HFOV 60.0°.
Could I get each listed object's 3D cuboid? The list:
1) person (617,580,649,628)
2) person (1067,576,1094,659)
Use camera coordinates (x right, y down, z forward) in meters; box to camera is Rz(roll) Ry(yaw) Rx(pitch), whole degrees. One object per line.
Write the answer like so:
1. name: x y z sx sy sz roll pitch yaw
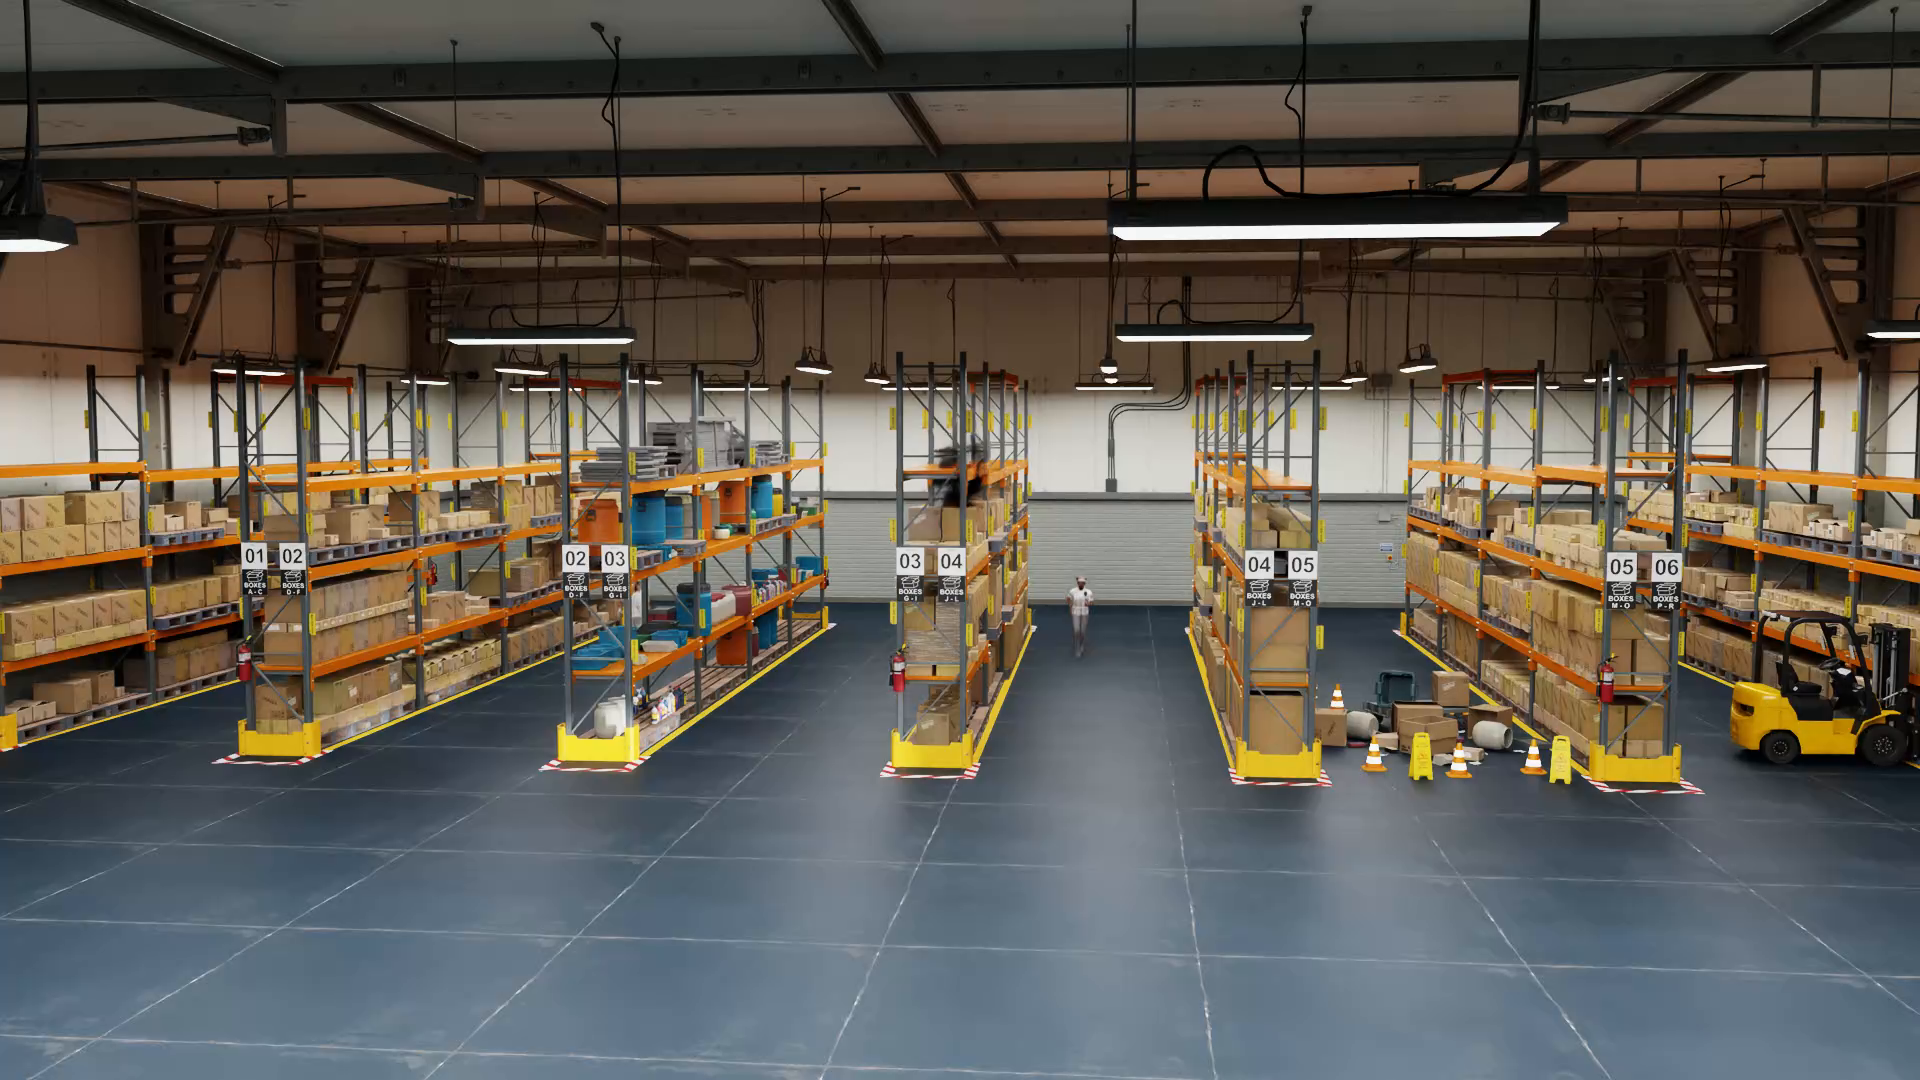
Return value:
1. person: -6.854 1.637 34.889 0.655 1.791 0.711 -1 4 -10
2. person: -5.834 0.811 17.821 17.820 5.879 35.939 0 4 -1
